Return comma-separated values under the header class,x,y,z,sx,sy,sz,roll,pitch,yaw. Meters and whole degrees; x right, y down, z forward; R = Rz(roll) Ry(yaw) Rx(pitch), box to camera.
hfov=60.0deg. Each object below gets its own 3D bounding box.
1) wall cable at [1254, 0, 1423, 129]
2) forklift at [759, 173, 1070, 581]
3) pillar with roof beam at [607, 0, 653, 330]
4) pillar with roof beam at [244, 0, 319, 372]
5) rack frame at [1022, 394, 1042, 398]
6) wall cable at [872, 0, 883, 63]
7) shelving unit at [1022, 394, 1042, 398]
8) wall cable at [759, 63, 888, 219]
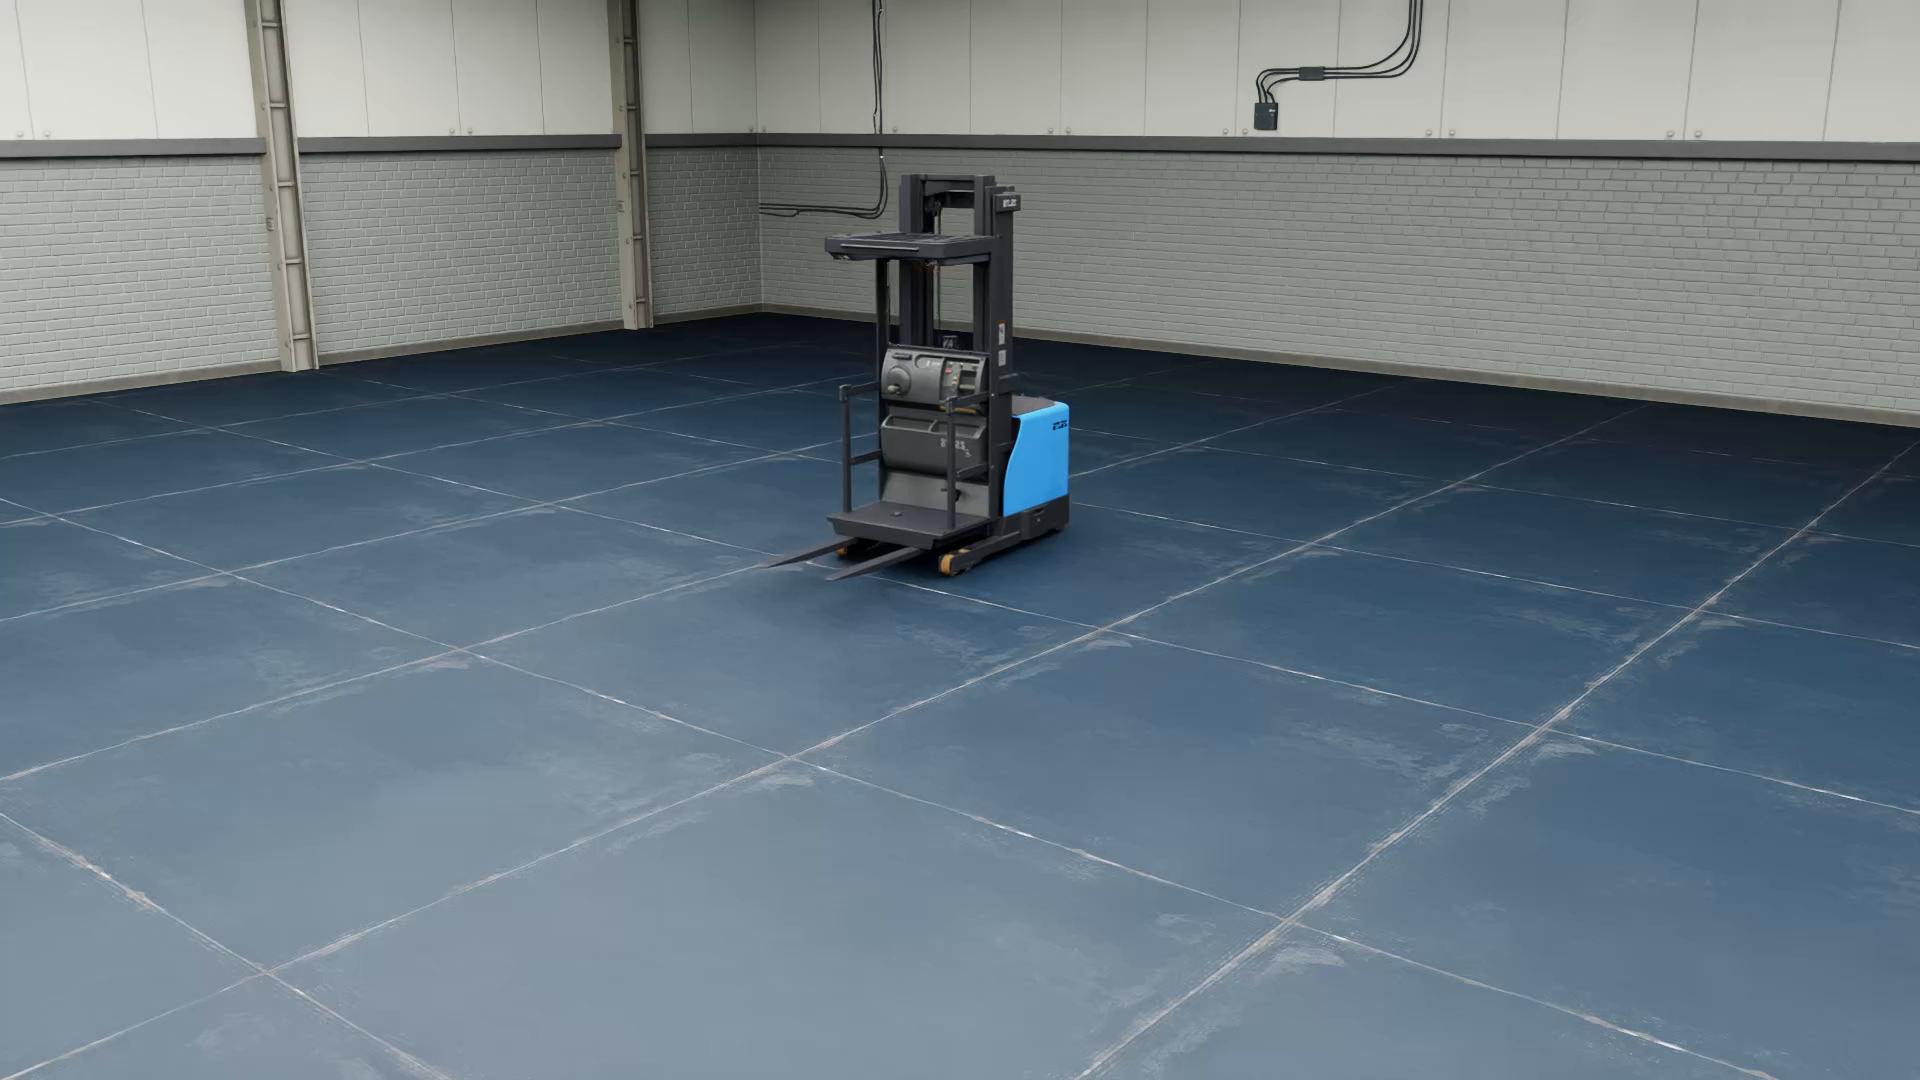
class,x,y,z,sx,sy,sz,roll,pitch,yaw
wall cable,4.959,-8.389,21.464,2.305,6.003,0.169,11,18,38
forklift,-0.325,-1.280,12.709,1.130,2.935,3.031,9,17,33
pillar with roof beam,-1.946,-7.188,23.640,9.100,9.000,0.400,11,18,38
pillar with roof beam,-5.717,-6.039,19.117,9.100,9.000,0.400,11,18,38
rack frame,0.615,-0.738,14.395,0.200,1.050,0.008,9,17,33
wall cable,-0.311,-8.737,25.790,3.097,2.526,0.112,11,18,38
shelving unit,0.546,-0.713,14.297,0.215,1.050,0.252,9,17,33
wall cable,-2.415,-6.708,28.060,3.097,2.526,0.112,11,18,38
